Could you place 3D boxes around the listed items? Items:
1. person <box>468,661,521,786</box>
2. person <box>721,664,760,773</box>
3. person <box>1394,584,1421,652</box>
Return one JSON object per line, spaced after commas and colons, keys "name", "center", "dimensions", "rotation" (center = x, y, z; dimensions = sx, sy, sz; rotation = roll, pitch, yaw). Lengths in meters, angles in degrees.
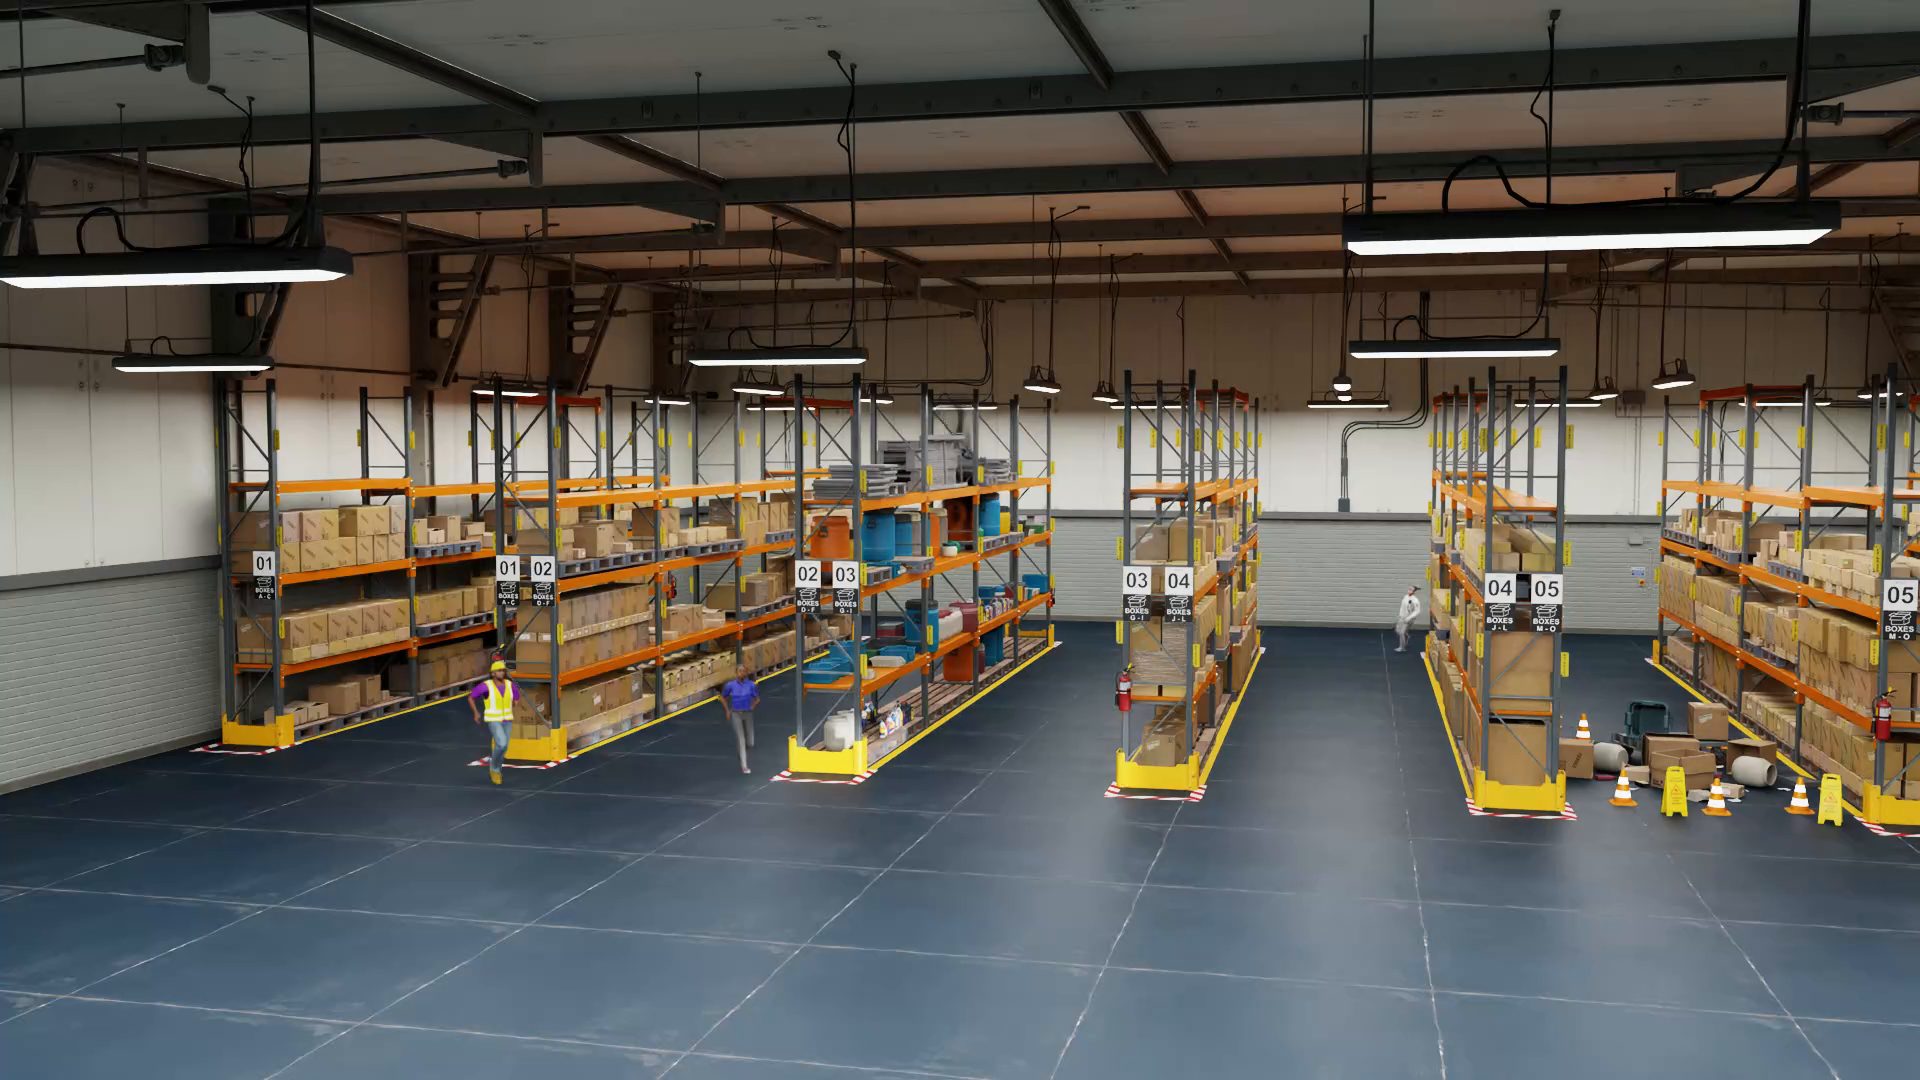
{"name": "person", "center": [-6.724, 2.667, 24.269], "dimensions": [0.728, 1.792, 0.672], "rotation": [3, 5, 43]}
{"name": "person", "center": [-3.321, 2.724, 25.151], "dimensions": [0.563, 1.531, 0.707], "rotation": [-1, 4, -19]}
{"name": "person", "center": [10.559, 1.840, 39.207], "dimensions": [0.504, 1.620, 0.640], "rotation": [-2, 4, -32]}
